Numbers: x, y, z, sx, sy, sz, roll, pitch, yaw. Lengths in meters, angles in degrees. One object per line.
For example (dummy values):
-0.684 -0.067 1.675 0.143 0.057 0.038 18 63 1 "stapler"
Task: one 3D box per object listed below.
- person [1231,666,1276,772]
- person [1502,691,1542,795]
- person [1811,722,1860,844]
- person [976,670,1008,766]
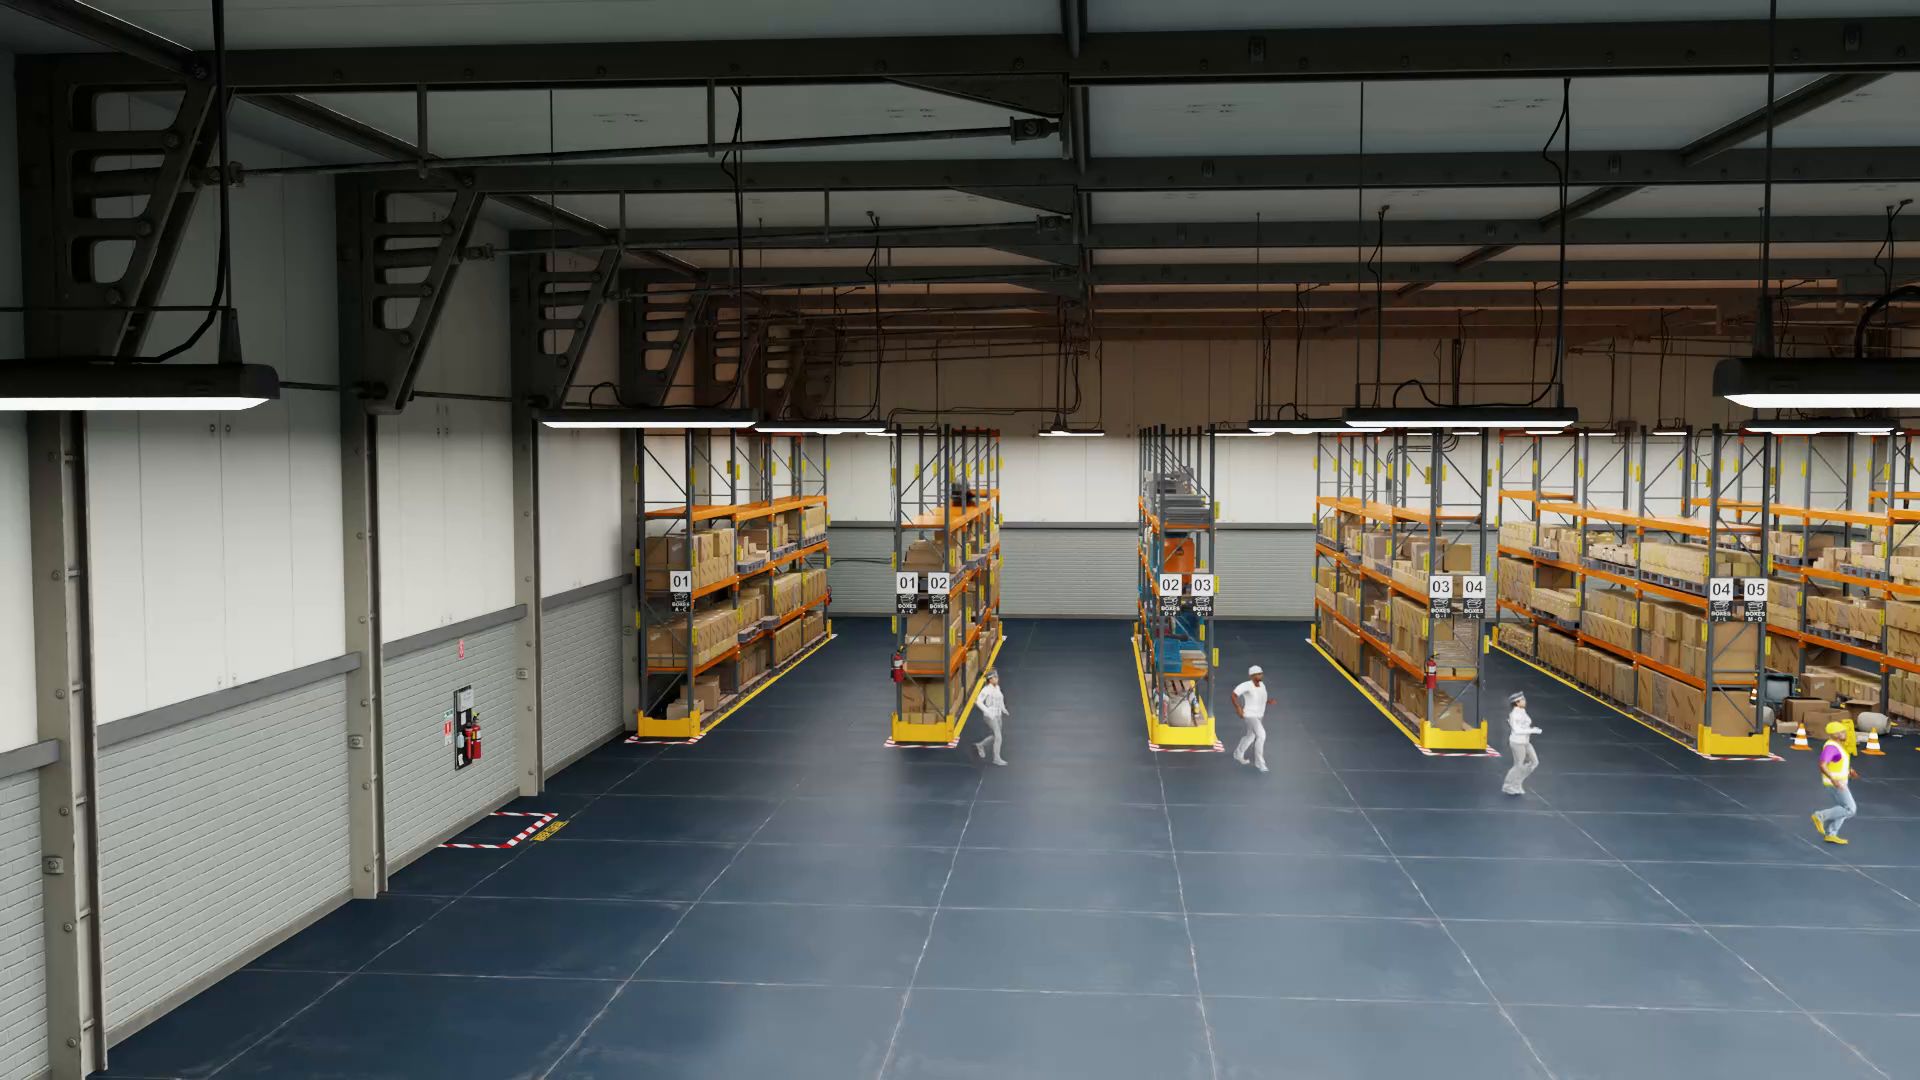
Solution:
5.095 3.086 28.898 0.794 1.822 0.680 3 4 39 "person"
9.020 3.260 26.641 0.614 1.690 0.596 2 4 30 "person"
12.400 3.435 23.548 0.583 1.724 0.711 2 4 31 "person"
0.553 3.102 29.248 0.644 1.670 0.640 2 4 34 "person"
